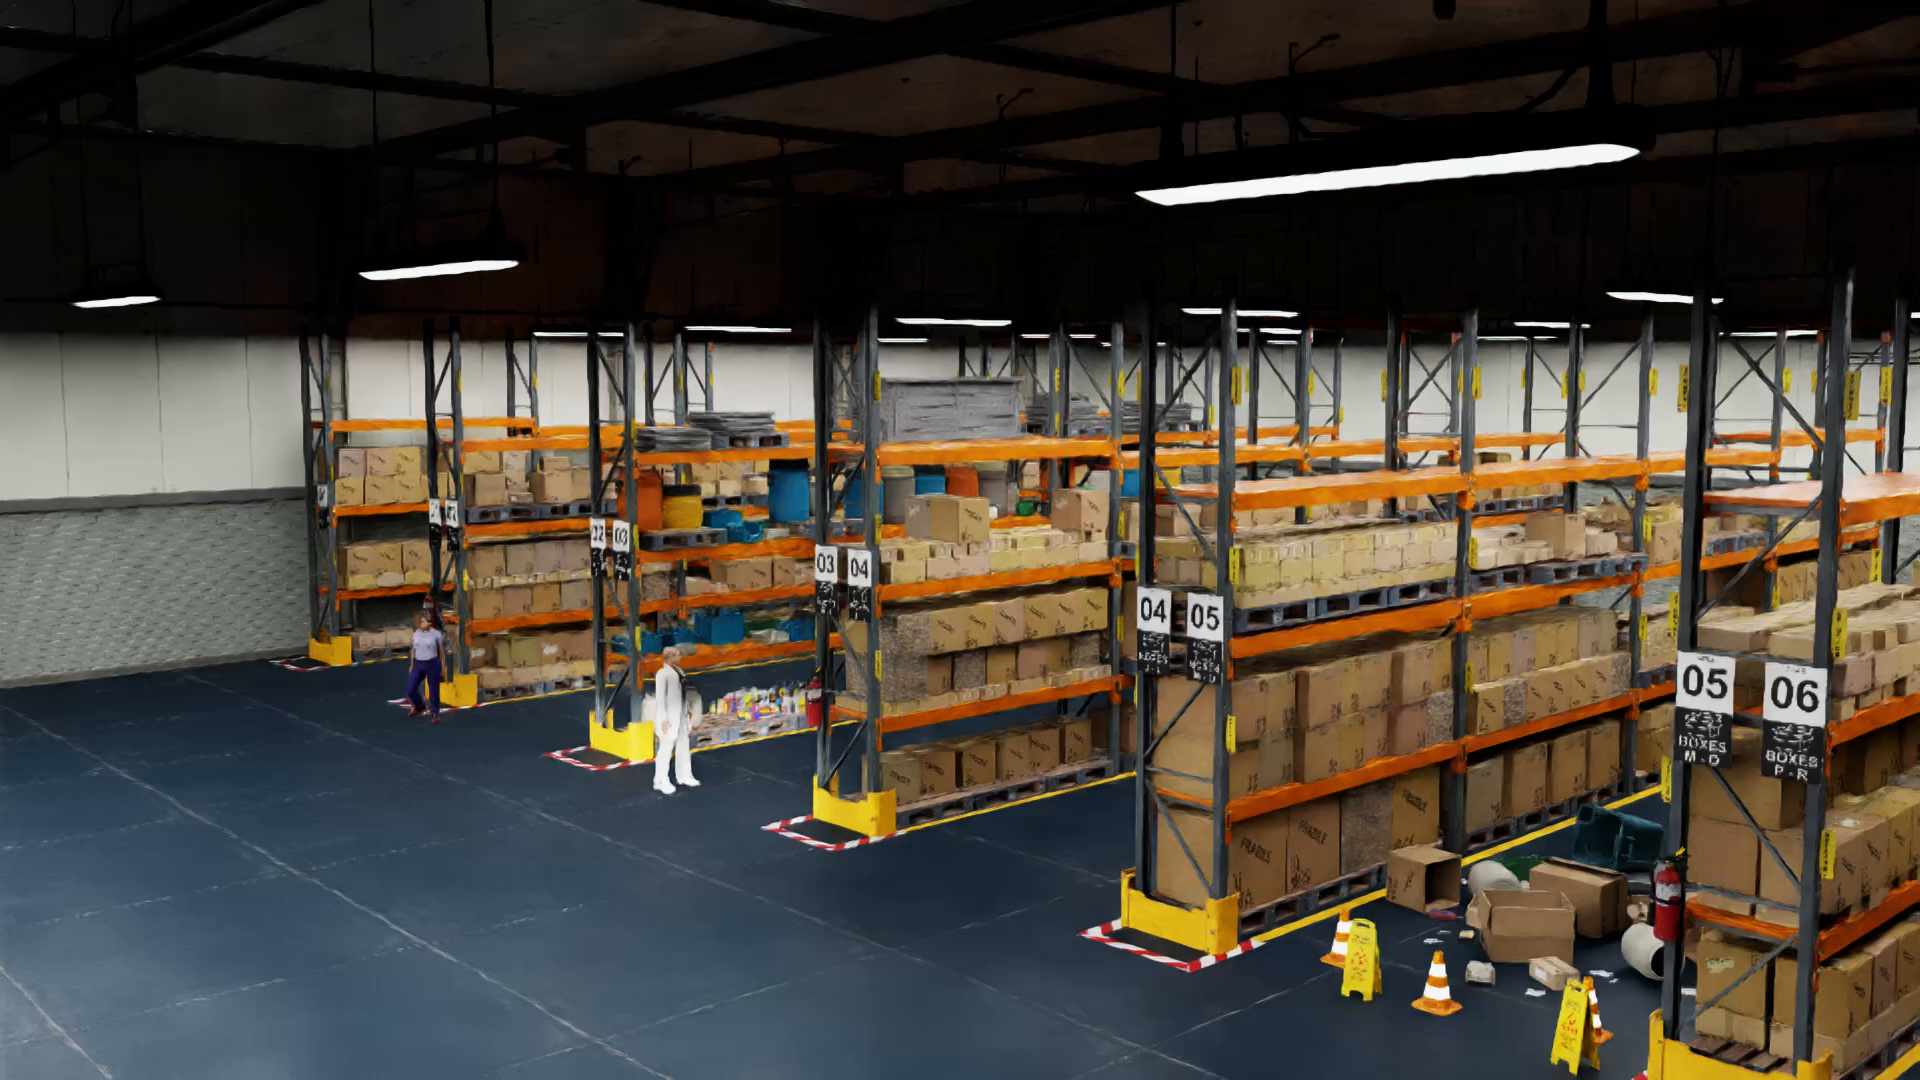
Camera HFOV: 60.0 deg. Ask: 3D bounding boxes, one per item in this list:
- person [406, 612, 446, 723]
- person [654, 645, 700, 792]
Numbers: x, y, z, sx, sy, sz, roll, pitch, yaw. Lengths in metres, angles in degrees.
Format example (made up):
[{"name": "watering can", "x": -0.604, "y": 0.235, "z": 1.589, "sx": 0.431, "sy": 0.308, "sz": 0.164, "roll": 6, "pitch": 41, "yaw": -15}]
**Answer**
[{"name": "person", "x": -7.922, "y": 1.867, "z": 24.580, "sx": 0.654, "sy": 1.641, "sz": 0.500, "roll": 1, "pitch": 6, "yaw": 7}, {"name": "person", "x": -3.505, "y": 2.189, "z": 20.557, "sx": 0.515, "sy": 1.785, "sz": 0.638, "roll": 2, "pitch": 6, "yaw": 19}]
